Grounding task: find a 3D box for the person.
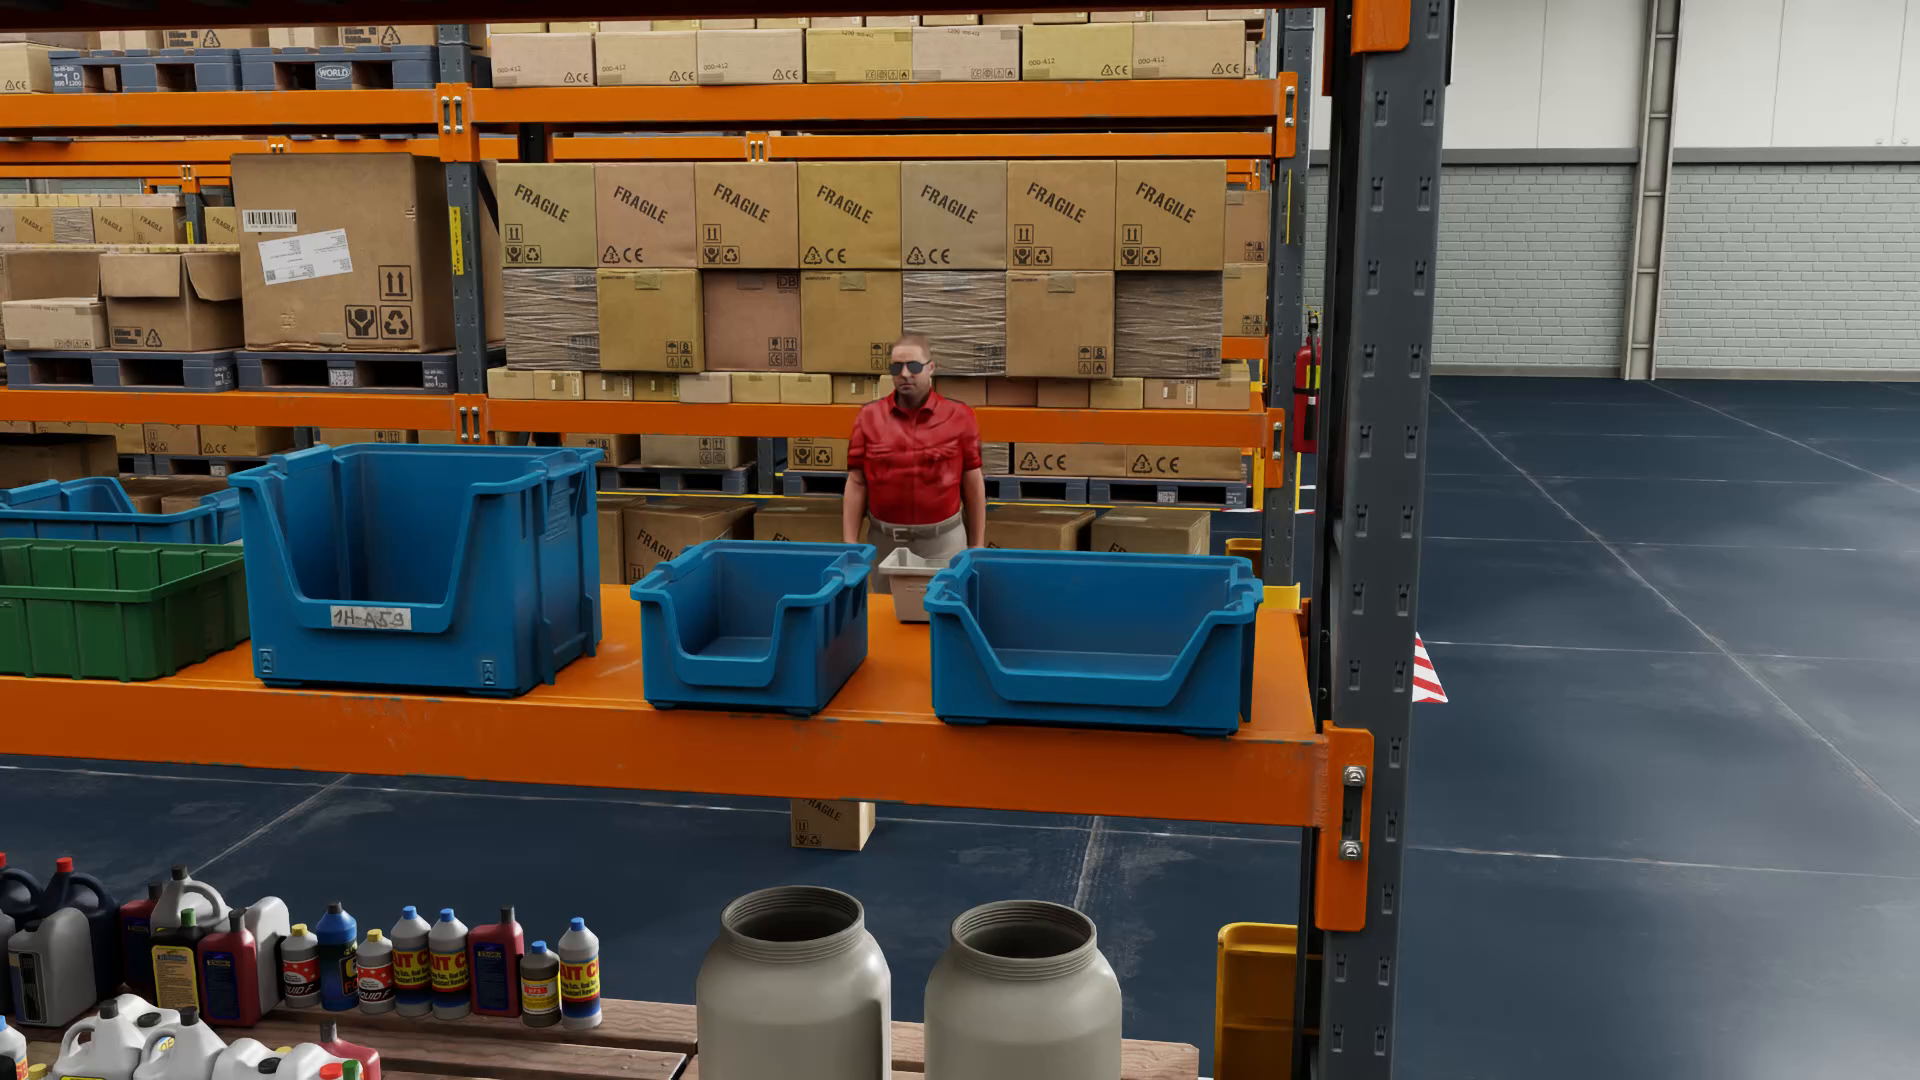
[{"bbox_3d":[-0.198,0.074,6.599,0.551,1.753,0.629,2,11,12],"label":"person"}]
